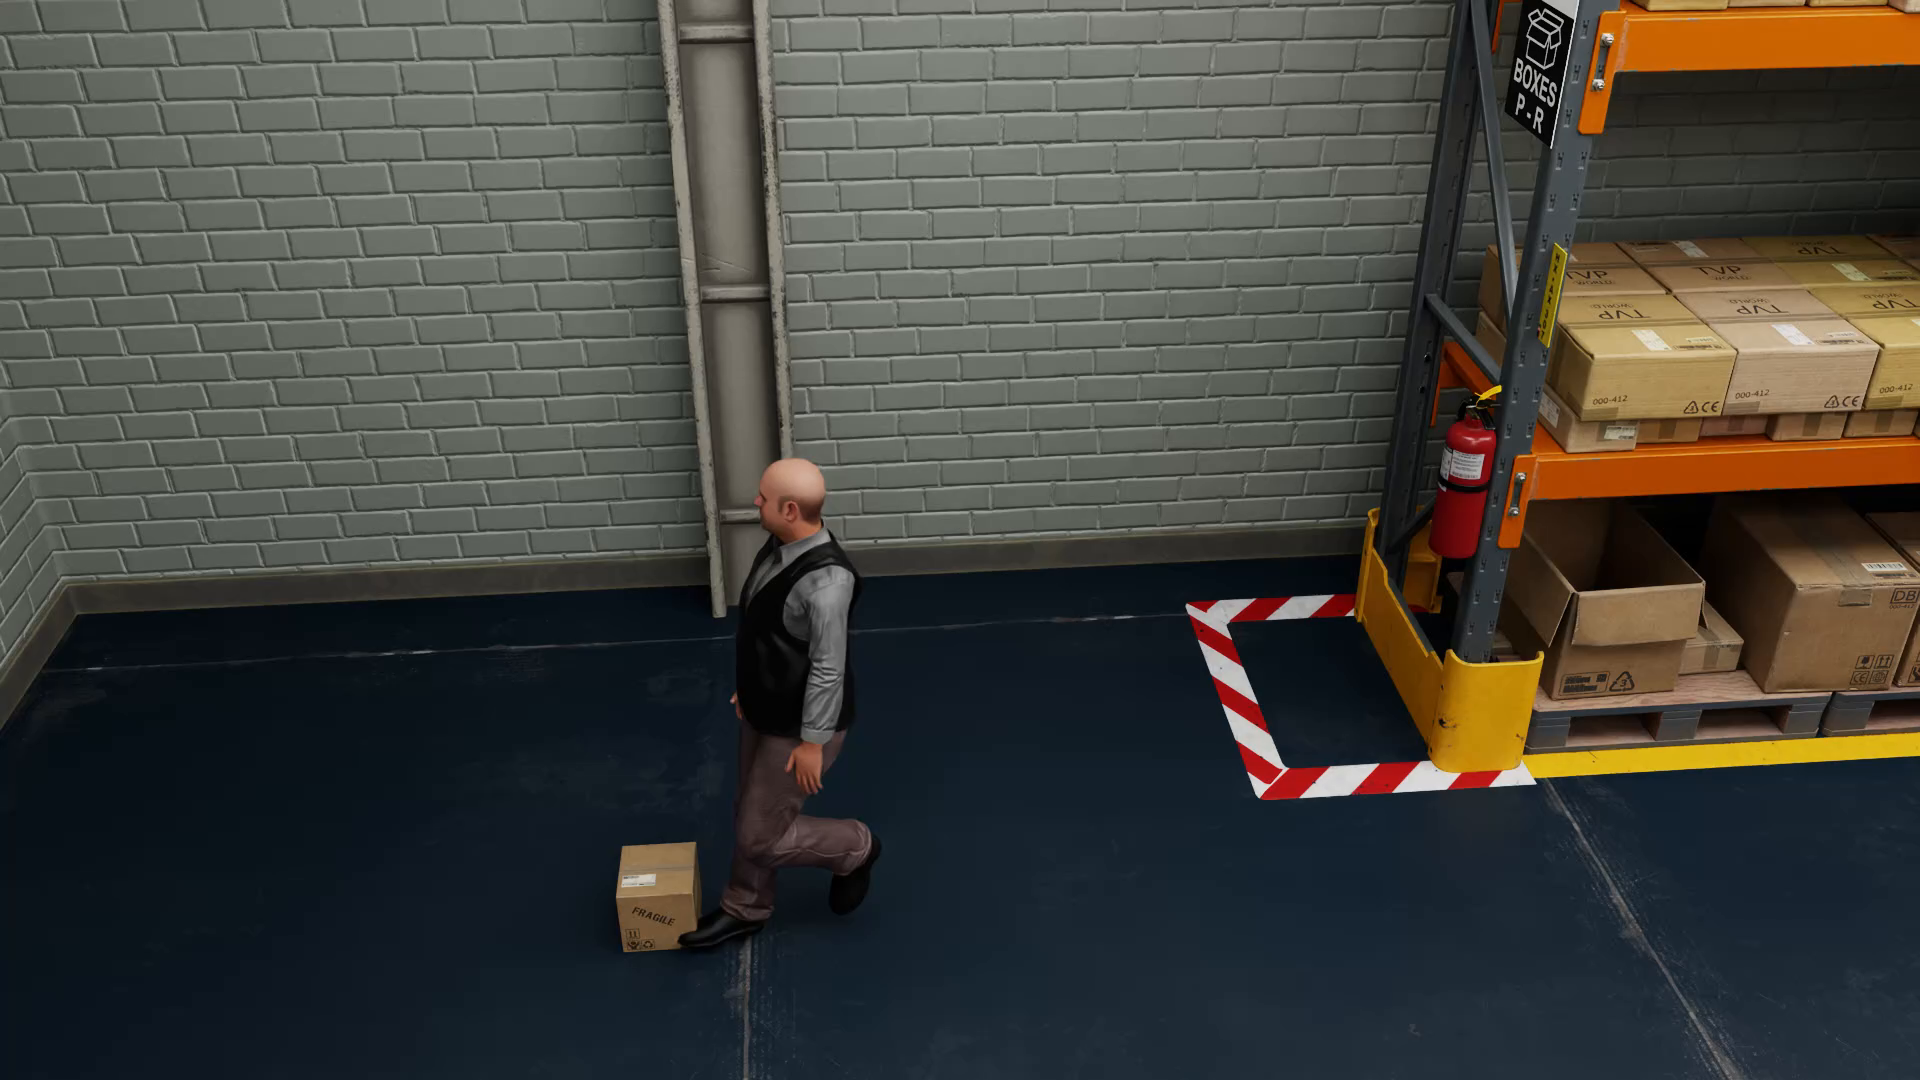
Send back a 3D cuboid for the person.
[{"bbox_3d":[-0.617,0.598,5.245,0.700,1.607,0.602,-11,33,-18],"label":"person"}]
